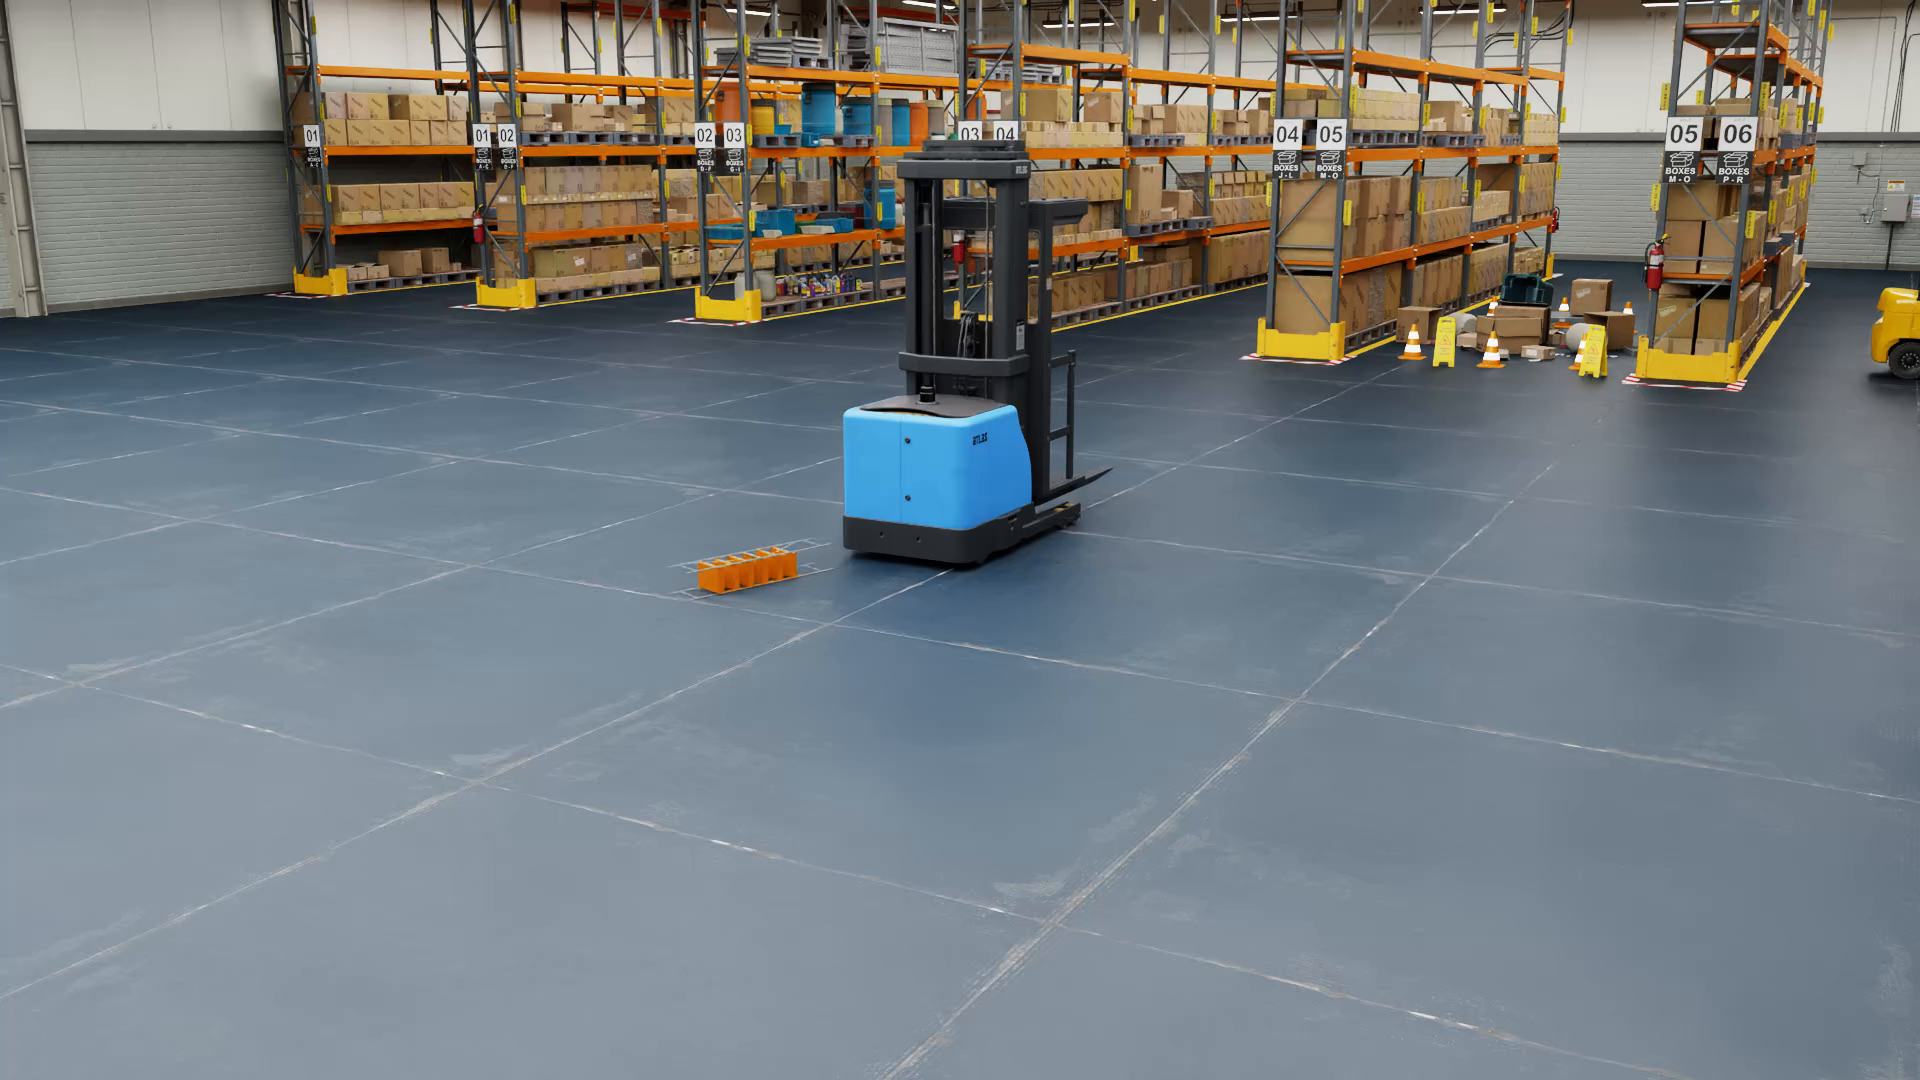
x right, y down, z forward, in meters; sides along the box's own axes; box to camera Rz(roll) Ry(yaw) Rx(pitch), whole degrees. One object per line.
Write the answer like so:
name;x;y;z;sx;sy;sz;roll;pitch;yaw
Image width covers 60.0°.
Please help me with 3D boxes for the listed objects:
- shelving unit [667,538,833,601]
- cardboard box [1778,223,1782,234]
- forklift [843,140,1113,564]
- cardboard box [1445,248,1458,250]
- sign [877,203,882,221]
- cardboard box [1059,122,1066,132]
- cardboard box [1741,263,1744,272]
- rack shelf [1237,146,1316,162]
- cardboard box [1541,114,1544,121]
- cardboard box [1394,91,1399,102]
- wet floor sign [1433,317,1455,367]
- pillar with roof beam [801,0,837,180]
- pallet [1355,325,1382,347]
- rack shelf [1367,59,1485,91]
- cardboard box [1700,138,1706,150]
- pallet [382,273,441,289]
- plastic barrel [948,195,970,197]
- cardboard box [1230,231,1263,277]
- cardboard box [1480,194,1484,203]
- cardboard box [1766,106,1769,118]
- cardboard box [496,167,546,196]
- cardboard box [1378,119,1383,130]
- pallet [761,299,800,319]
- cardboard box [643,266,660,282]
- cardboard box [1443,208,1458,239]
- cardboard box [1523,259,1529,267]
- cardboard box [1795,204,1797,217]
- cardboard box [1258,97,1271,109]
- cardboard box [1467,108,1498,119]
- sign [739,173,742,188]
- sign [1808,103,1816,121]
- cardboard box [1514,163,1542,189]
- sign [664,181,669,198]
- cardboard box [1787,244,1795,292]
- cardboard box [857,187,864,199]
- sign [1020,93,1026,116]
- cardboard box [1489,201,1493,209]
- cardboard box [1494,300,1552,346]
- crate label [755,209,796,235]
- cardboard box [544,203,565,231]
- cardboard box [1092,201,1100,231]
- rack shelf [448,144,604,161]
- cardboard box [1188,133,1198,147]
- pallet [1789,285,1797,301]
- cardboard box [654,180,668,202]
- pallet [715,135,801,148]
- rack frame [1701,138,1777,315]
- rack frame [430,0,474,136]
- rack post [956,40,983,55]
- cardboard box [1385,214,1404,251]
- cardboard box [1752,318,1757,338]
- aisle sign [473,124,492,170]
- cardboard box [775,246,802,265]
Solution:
shelving unit;-1.413;0.193;11.320;1.200;0.189;0.258;-12;18;-41
cardboard box;12.637;-4.878;26.009;0.380;0.149;0.250;8;16;29
forklift;0.294;-1.554;12.725;1.130;2.935;3.031;7;15;27
cardboard box;8.942;-5.288;30.903;0.500;0.250;0.500;8;16;29
sign;-1.480;-6.052;30.648;0.100;0.325;0.005;7;15;28
cardboard box;1.440;-6.473;26.052;0.380;0.149;0.250;7;15;26
cardboard box;9.775;-3.501;21.189;0.380;0.149;0.250;7;15;26
rack shelf;7.213;-8.581;36.863;1.077;0.370;4.000;7;15;28
cardboard box;11.807;-8.708;34.256;0.380;0.149;0.250;7;15;26
cardboard box;6.164;-6.445;24.192;0.380;0.149;0.250;7;15;27
wet floor sign;6.458;-2.643;22.120;0.267;0.644;0.232;5;14;18
pillar with roof beam;-0.511;-12.647;45.794;9.100;9.000;0.548;7;15;28
pallet;5.647;-3.084;24.878;1.003;0.211;1.213;7;15;28
rack shelf;7.639;-7.621;27.333;1.077;0.370;4.000;7;15;28
cardboard box;9.048;-4.919;20.672;0.380;0.149;0.250;7;15;28
pallet;-11.511;-5.356;34.300;1.003;0.211;1.213;7;15;28
plastic barrel;0.018;-6.740;33.799;0.600;0.536;0.708;7;15;28
cardboard box;5.523;-5.917;34.313;1.225;0.875;0.875;7;15;26
cardboard box;9.378;-6.263;30.482;0.380;0.149;0.250;7;15;26
cardboard box;10.174;-5.498;21.374;0.380;0.149;0.250;8;16;30
cardboard box;-7.962;-6.508;30.148;0.700;0.500;0.500;7;15;28
cardboard box;5.795;-5.900;23.631;0.380;0.149;0.250;7;15;28
pallet;-3.497;-3.993;28.646;1.003;0.211;1.213;7;15;28
cardboard box;-6.324;-5.292;33.055;0.500;0.250;0.500;7;15;28
cardboard box;8.139;-5.380;28.237;0.500;0.500;0.500;7;15;27
cardboard box;11.589;-5.750;34.538;0.380;0.149;0.250;7;15;28
cardboard box;14.921;-5.992;30.241;0.500;0.250;0.500;7;15;28
cardboard box;6.707;-9.379;35.714;0.500;0.250;0.500;6;15;24
cardboard box;9.678;-7.890;31.346;0.797;0.503;0.637;7;15;27
sign;-4.837;-7.949;36.804;0.100;0.325;0.005;7;15;28
sign;15.401;-7.743;30.075;0.100;0.325;0.005;7;15;28
cardboard box;11.728;-7.537;34.416;0.500;0.500;0.500;7;15;26
sign;-5.804;-6.941;32.909;0.100;0.325;0.005;7;15;28
cardboard box;14.692;-4.975;30.406;0.875;0.875;0.875;8;16;30
cardboard box;-2.406;-8.366;40.621;0.500;0.500;0.500;8;16;29
sign;0.921;-6.422;24.507;0.100;0.325;0.005;7;15;28
cardboard box;9.764;-6.282;31.198;0.380;0.149;0.250;8;16;30
cardboard box;8.198;-3.170;24.320;0.797;0.637;0.503;7;15;28
crate label;-3.237;-5.587;29.233;0.502;0.435;0.616;7;15;28
cardboard box;-7.738;-5.975;30.704;0.700;0.500;0.500;8;16;29
cardboard box;1.835;-5.431;27.811;0.875;0.500;0.500;7;15;28
rack shelf;-9.662;-8.624;37.039;1.077;0.370;4.000;7;15;28
cardboard box;4.070;-7.399;30.742;0.500;0.250;0.500;7;15;28
pallet;15.358;-4.731;31.708;1.003;0.211;1.213;7;15;28
cardboard box;-7.489;-8.515;40.562;0.500;0.500;0.500;8;16;30
pallet;-3.405;-6.687;27.873;1.003;0.211;1.213;7;15;28
rack frame;11.054;-4.298;23.963;1.000;3.000;0.127;7;15;28
rack frame;-10.629;-10.021;34.901;1.000;3.000;0.127;7;15;28
rack post;0.268;-10.141;34.297;0.624;0.289;0.986;7;15;28
cardboard box;6.258;-4.719;25.387;0.875;0.550;0.550;7;15;28
cardboard box;11.004;-3.014;23.607;0.500;0.250;0.500;8;16;31
aisle sign;-8.513;-7.007;29.652;0.394;0.787;0.004;7;15;28
cardboard box;-3.887;-6.425;37.177;0.500;0.500;0.500;8;16;30
